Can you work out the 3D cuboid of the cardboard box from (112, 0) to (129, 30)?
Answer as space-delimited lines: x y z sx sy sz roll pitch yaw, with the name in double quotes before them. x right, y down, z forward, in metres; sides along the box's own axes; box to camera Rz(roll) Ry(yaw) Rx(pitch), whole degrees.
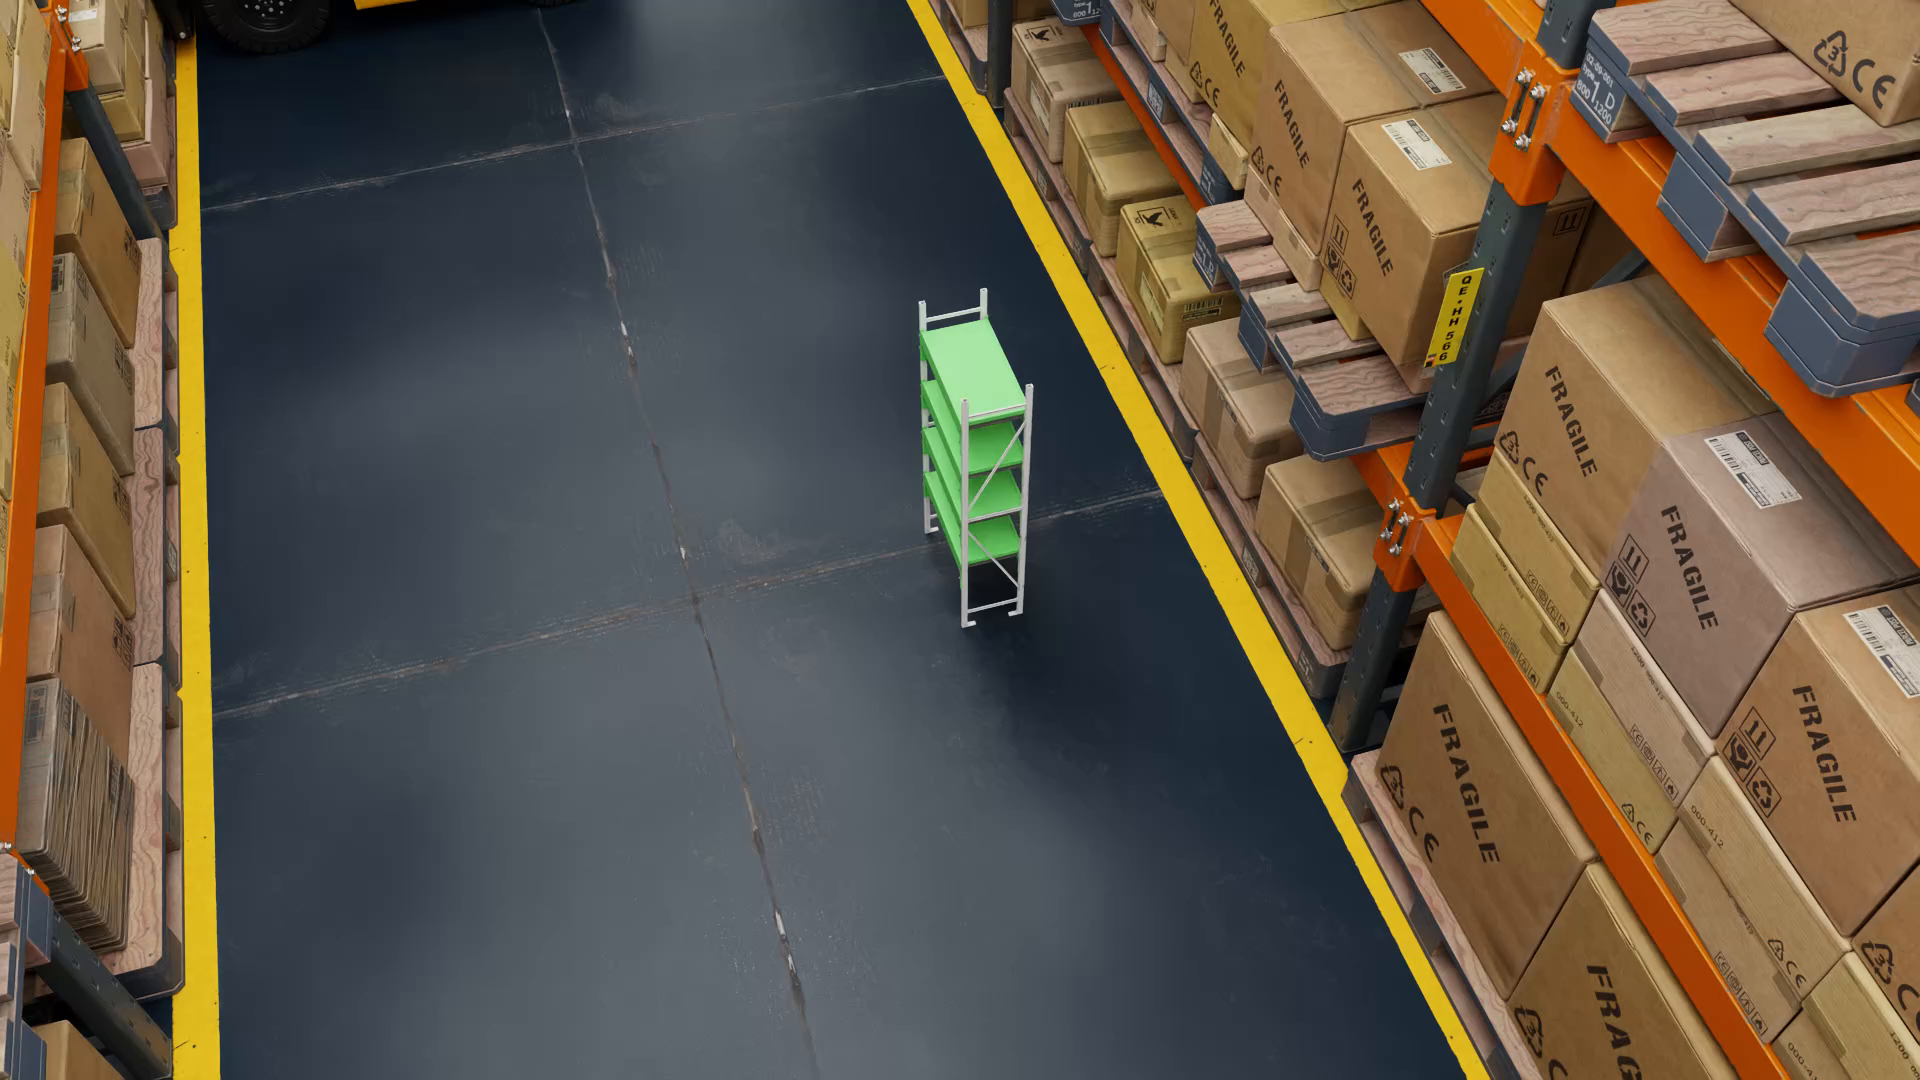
"cardboard box" -4.096 -2.529 7.580 0.500 0.250 0.500 -13 51 -11

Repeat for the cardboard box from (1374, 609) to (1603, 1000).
"cardboard box" 1.937 0.711 5.093 0.875 0.875 0.875 -14 51 -11

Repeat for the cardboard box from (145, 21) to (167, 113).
"cardboard box" -4.103 -2.203 7.958 0.500 0.250 0.500 -14 51 -12

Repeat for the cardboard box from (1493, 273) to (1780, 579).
"cardboard box" 1.725 -0.300 4.112 0.500 0.500 0.500 -15 51 -12

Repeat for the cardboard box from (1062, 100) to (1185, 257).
"cardboard box" 1.003 -1.664 7.425 0.950 0.372 0.625 -10 51 -9

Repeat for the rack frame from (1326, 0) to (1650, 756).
"rack frame" 1.812 -0.361 4.882 1.000 3.000 0.127 -13 51 -11

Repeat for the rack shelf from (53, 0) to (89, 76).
"rack shelf" -4.703 -3.387 7.903 1.077 0.370 4.000 -13 51 -11

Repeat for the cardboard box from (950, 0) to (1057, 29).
"cardboard box" 0.198 -2.903 8.549 0.500 0.250 0.500 -11 51 -9

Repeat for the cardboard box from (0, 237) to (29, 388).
"cardboard box" -3.281 -0.690 5.257 0.500 0.250 0.500 -12 51 -10

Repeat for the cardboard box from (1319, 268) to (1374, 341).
"cardboard box" 1.342 -0.782 5.126 0.380 0.149 0.250 -13 51 -10

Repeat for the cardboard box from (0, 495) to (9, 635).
"cardboard box" -2.970 0.064 4.622 0.500 0.250 0.500 -14 51 -12

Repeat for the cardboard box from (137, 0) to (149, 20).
"cardboard box" -4.248 -2.728 8.075 0.500 0.250 0.500 -14 51 -11

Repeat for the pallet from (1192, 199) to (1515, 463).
"pallet" 1.500 -0.796 5.374 1.213 0.211 1.003 -13 51 -11

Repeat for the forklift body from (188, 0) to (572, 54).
"forklift body" -2.991 -3.833 8.365 2.313 2.155 1.214 -13 51 -11

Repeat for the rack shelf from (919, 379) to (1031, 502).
"rack shelf" 0.049 -0.379 5.844 0.258 0.148 0.480 -13 51 -11

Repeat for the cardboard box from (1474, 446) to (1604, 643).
"cardboard box" 1.726 -0.048 4.390 0.500 0.250 0.500 -14 51 -11

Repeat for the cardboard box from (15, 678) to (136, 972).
"cardboard box" -3.100 0.935 5.068 0.875 0.625 0.625 -12 51 -10

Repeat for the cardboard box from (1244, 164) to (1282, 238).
"cardboard box" 1.158 -1.141 5.429 0.380 0.149 0.250 -16 52 -13

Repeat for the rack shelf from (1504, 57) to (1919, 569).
"rack shelf" 2.404 0.364 2.779 1.077 0.370 4.000 -13 51 -11

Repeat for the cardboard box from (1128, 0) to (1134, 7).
"cardboard box" 0.821 -2.110 6.246 0.380 0.149 0.250 -13 51 -11

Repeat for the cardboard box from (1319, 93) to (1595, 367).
"cardboard box" 1.412 -0.894 4.797 0.500 0.500 0.500 -15 51 -12

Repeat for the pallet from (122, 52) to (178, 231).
"pallet" -4.306 -1.849 7.961 1.003 0.211 1.213 -13 51 -11

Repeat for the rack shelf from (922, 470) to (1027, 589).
"rack shelf" 0.049 -0.070 6.211 0.258 0.148 0.480 -13 51 -11

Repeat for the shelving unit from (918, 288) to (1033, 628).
"shelving unit" 0.049 -0.266 5.979 0.258 1.200 0.503 -13 51 -11

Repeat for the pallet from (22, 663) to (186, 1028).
"pallet" -3.134 1.052 5.515 1.003 0.211 1.213 -13 51 -11

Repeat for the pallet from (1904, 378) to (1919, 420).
"pallet" 2.387 0.007 2.734 1.003 0.211 1.213 -11 51 -9

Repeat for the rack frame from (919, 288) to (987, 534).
"rack frame" -0.023 -0.444 6.129 0.240 1.200 0.015 -13 51 -11

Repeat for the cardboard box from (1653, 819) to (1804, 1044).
"cardboard box" 2.035 0.857 3.954 0.500 0.250 0.500 -12 51 -10

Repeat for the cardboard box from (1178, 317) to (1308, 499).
"cardboard box" 1.429 -0.602 6.529 0.950 0.372 0.625 -14 51 -12

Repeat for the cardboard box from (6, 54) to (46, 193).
"cardboard box" -3.558 -1.435 5.885 0.500 0.250 0.500 -14 51 -11

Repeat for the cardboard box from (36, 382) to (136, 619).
"cardboard box" -3.500 -0.032 5.883 0.875 0.625 0.625 -15 52 -12

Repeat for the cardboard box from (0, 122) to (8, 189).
"cardboard box" -3.417 -1.221 5.378 0.500 0.250 0.500 -12 51 -10

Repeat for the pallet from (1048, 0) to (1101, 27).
"pallet" 0.716 -2.630 6.920 1.003 0.211 1.213 -13 51 -11

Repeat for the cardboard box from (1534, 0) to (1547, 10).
"cardboard box" 1.519 -1.430 3.986 0.380 0.149 0.250 -13 51 -11

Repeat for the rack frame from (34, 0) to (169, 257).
"rack frame" -4.111 -2.158 6.397 1.000 3.000 0.127 -13 51 -11

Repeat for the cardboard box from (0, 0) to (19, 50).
"cardboard box" -3.722 -1.970 6.010 0.500 0.250 0.500 -14 51 -12

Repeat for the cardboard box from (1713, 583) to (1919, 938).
"cardboard box" 2.019 0.441 3.487 0.500 0.500 0.500 -12 51 -10

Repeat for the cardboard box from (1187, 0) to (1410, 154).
"cardboard box" 1.099 -1.638 5.424 0.500 0.500 0.500 -16 52 -13

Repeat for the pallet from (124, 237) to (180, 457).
"pallet" -3.856 -0.730 7.017 1.003 0.211 1.213 -13 51 -11

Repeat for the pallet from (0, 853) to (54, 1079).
"pallet" -2.661 1.305 3.603 1.213 0.211 1.003 -13 51 -11

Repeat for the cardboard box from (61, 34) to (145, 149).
"cardboard box" -3.959 -1.991 7.453 0.500 0.250 0.500 -14 51 -11

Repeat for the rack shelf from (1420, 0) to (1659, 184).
"rack shelf" 1.221 -2.557 5.242 1.077 0.370 4.000 -13 51 -11

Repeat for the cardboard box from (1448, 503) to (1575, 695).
"cardboard box" 1.717 0.101 4.591 0.500 0.250 0.500 -14 51 -12

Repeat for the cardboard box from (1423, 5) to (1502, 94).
"cardboard box" 1.739 -1.385 5.211 0.500 0.500 0.500 -11 51 -9

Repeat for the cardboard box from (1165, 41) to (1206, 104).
"cardboard box" 0.957 -1.716 5.914 0.380 0.149 0.250 -15 51 -12

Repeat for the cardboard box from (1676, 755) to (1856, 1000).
"cardboard box" 2.014 0.696 3.762 0.500 0.250 0.500 -13 51 -11

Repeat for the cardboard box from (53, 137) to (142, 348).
"cardboard box" -3.946 -1.149 6.825 0.875 0.625 0.625 -11 51 -9

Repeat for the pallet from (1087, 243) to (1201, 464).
"pallet" 1.225 -0.923 7.180 1.003 0.211 1.213 -13 51 -11
